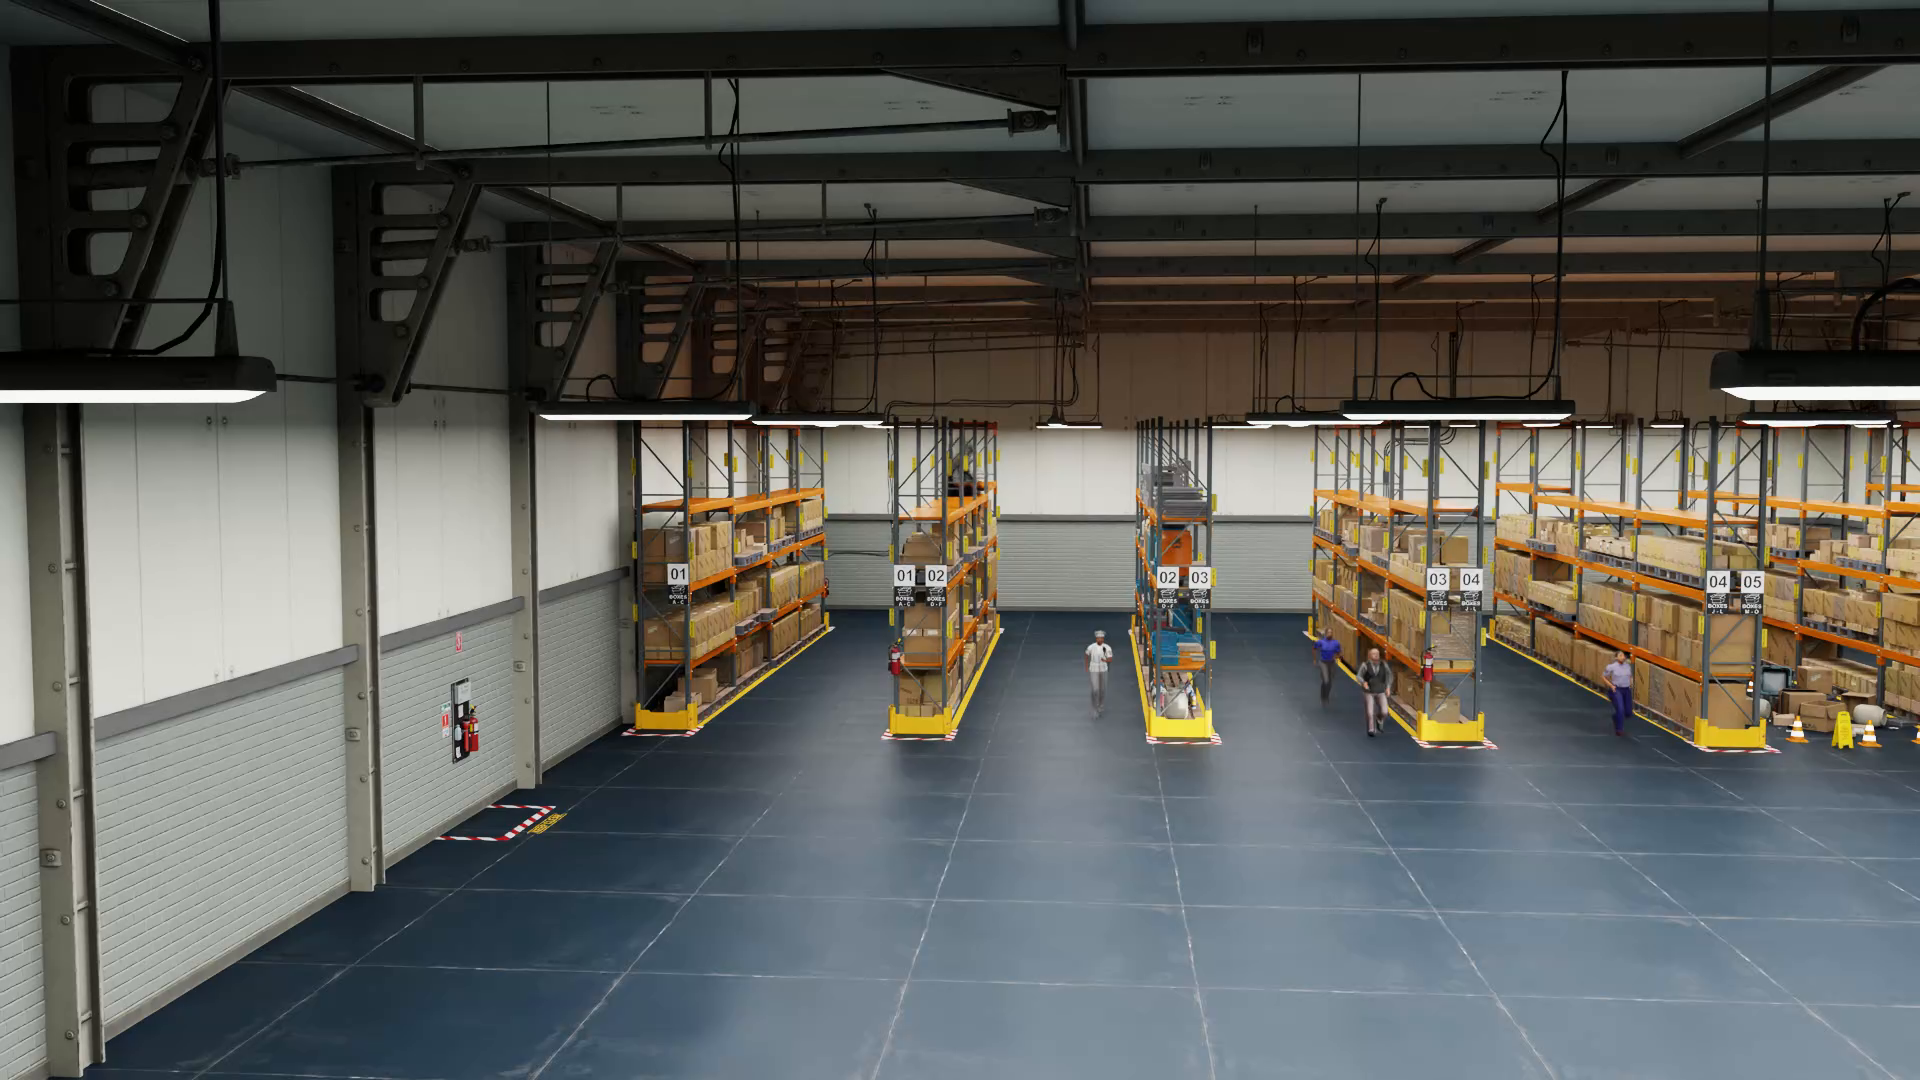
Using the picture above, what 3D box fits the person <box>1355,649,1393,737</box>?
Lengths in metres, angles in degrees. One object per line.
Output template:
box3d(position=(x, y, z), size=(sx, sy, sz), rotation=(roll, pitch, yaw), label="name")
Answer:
box3d(position=(7.746, 2.869, 31.047), size=(0.705, 1.677, 0.576), rotation=(0, 4, 4), label="person")

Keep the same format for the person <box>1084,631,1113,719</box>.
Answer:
box3d(position=(2.798, 2.692, 33.500), size=(0.547, 1.751, 0.777), rotation=(0, 4, -2), label="person")

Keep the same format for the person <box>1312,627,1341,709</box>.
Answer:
box3d(position=(7.626, 2.652, 34.497), size=(0.536, 1.690, 0.788), rotation=(0, 4, -5), label="person")

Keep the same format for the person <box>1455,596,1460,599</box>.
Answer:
box3d(position=(13.477, 1.941, 44.978), size=(0.576, 1.695, 0.873), rotation=(1, 4, 8), label="person")

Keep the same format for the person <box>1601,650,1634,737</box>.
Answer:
box3d(position=(12.415, 2.875, 31.360), size=(0.611, 1.598, 0.664), rotation=(-1, 4, -10), label="person")
